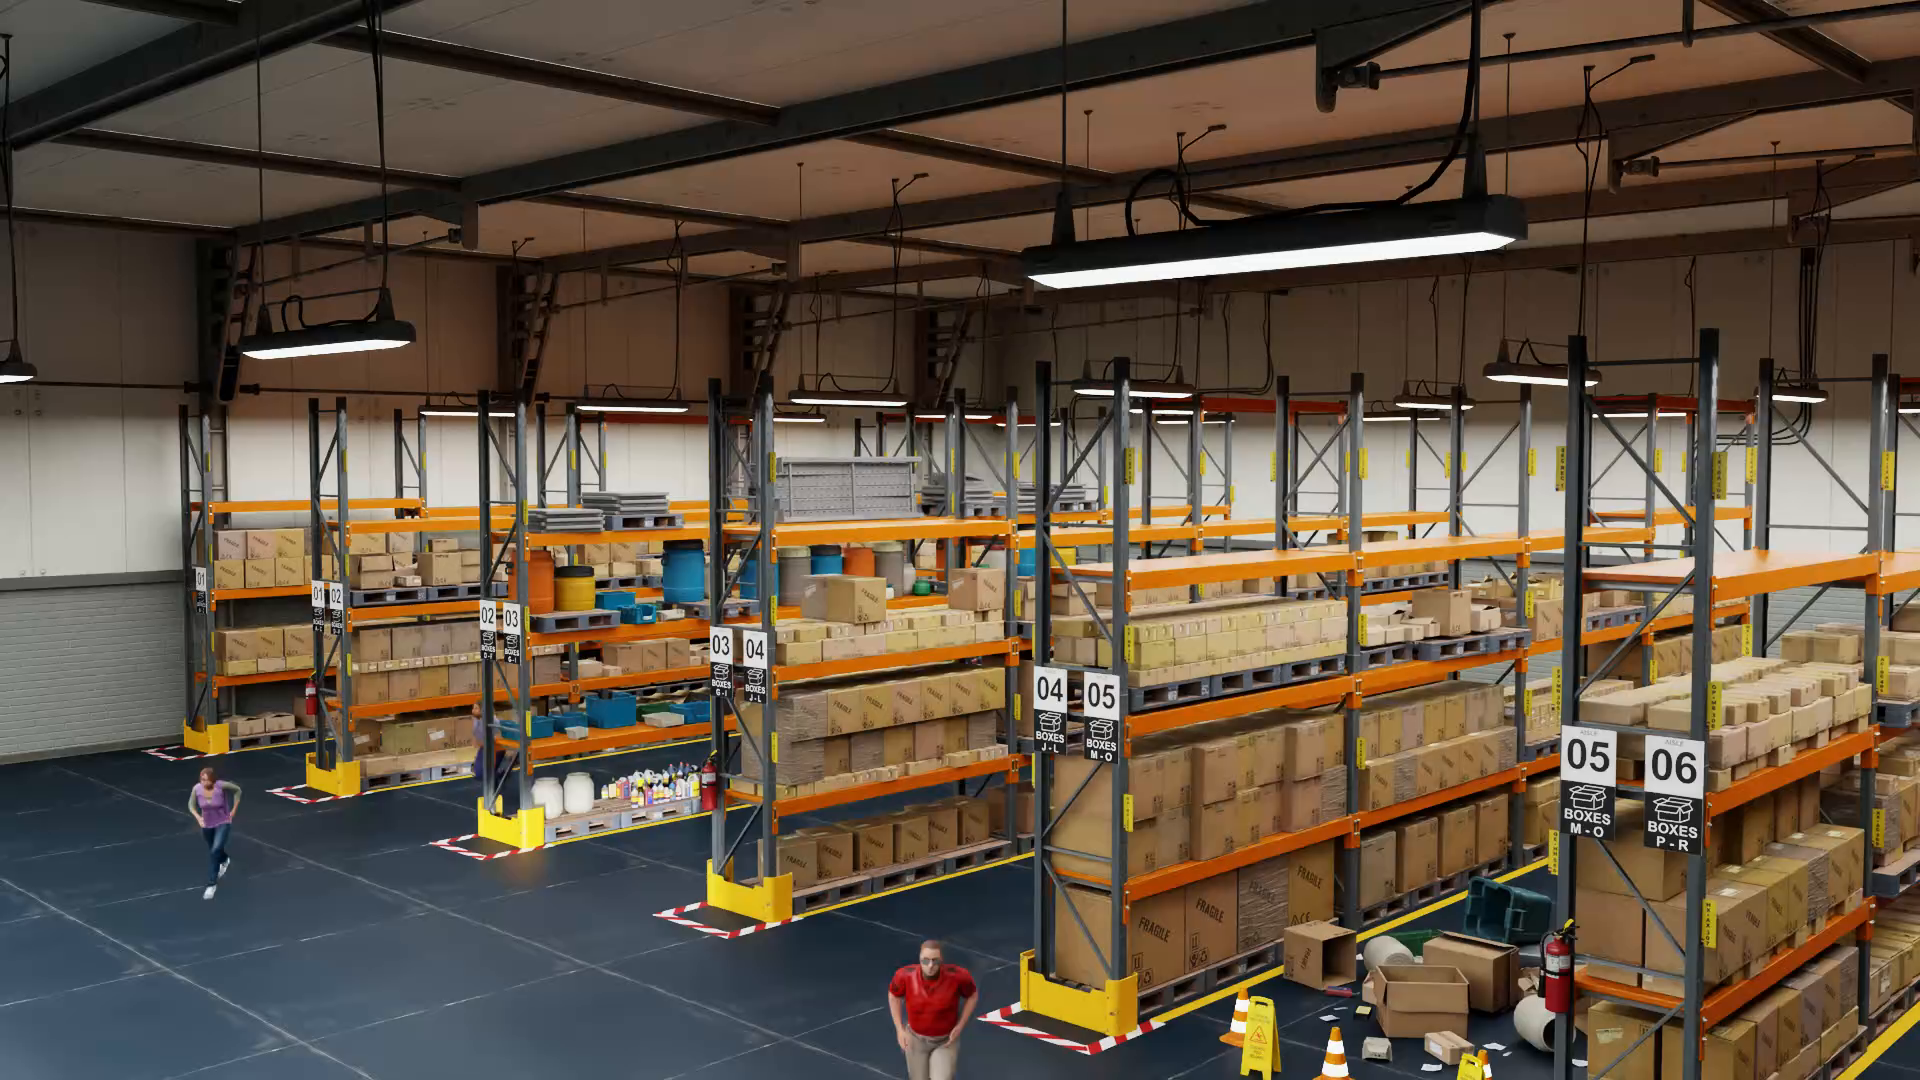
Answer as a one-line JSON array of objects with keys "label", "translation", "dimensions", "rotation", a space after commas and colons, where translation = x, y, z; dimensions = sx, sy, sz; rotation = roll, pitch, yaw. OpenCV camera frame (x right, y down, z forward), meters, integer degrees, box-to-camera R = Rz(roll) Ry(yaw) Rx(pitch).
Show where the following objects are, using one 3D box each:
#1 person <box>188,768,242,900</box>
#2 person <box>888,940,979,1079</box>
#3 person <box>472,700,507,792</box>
[{"label": "person", "translation": [-8.764, 3.446, 19.623], "dimensions": [0.577, 1.431, 0.921], "rotation": [-1, 3, -14]}, {"label": "person", "translation": [-0.199, 3.713, 12.331], "dimensions": [0.664, 1.686, 0.882], "rotation": [0, 3, -3]}, {"label": "person", "translation": [-6.889, 3.114, 24.415], "dimensions": [0.598, 1.585, 0.700], "rotation": [2, 3, 29]}]
